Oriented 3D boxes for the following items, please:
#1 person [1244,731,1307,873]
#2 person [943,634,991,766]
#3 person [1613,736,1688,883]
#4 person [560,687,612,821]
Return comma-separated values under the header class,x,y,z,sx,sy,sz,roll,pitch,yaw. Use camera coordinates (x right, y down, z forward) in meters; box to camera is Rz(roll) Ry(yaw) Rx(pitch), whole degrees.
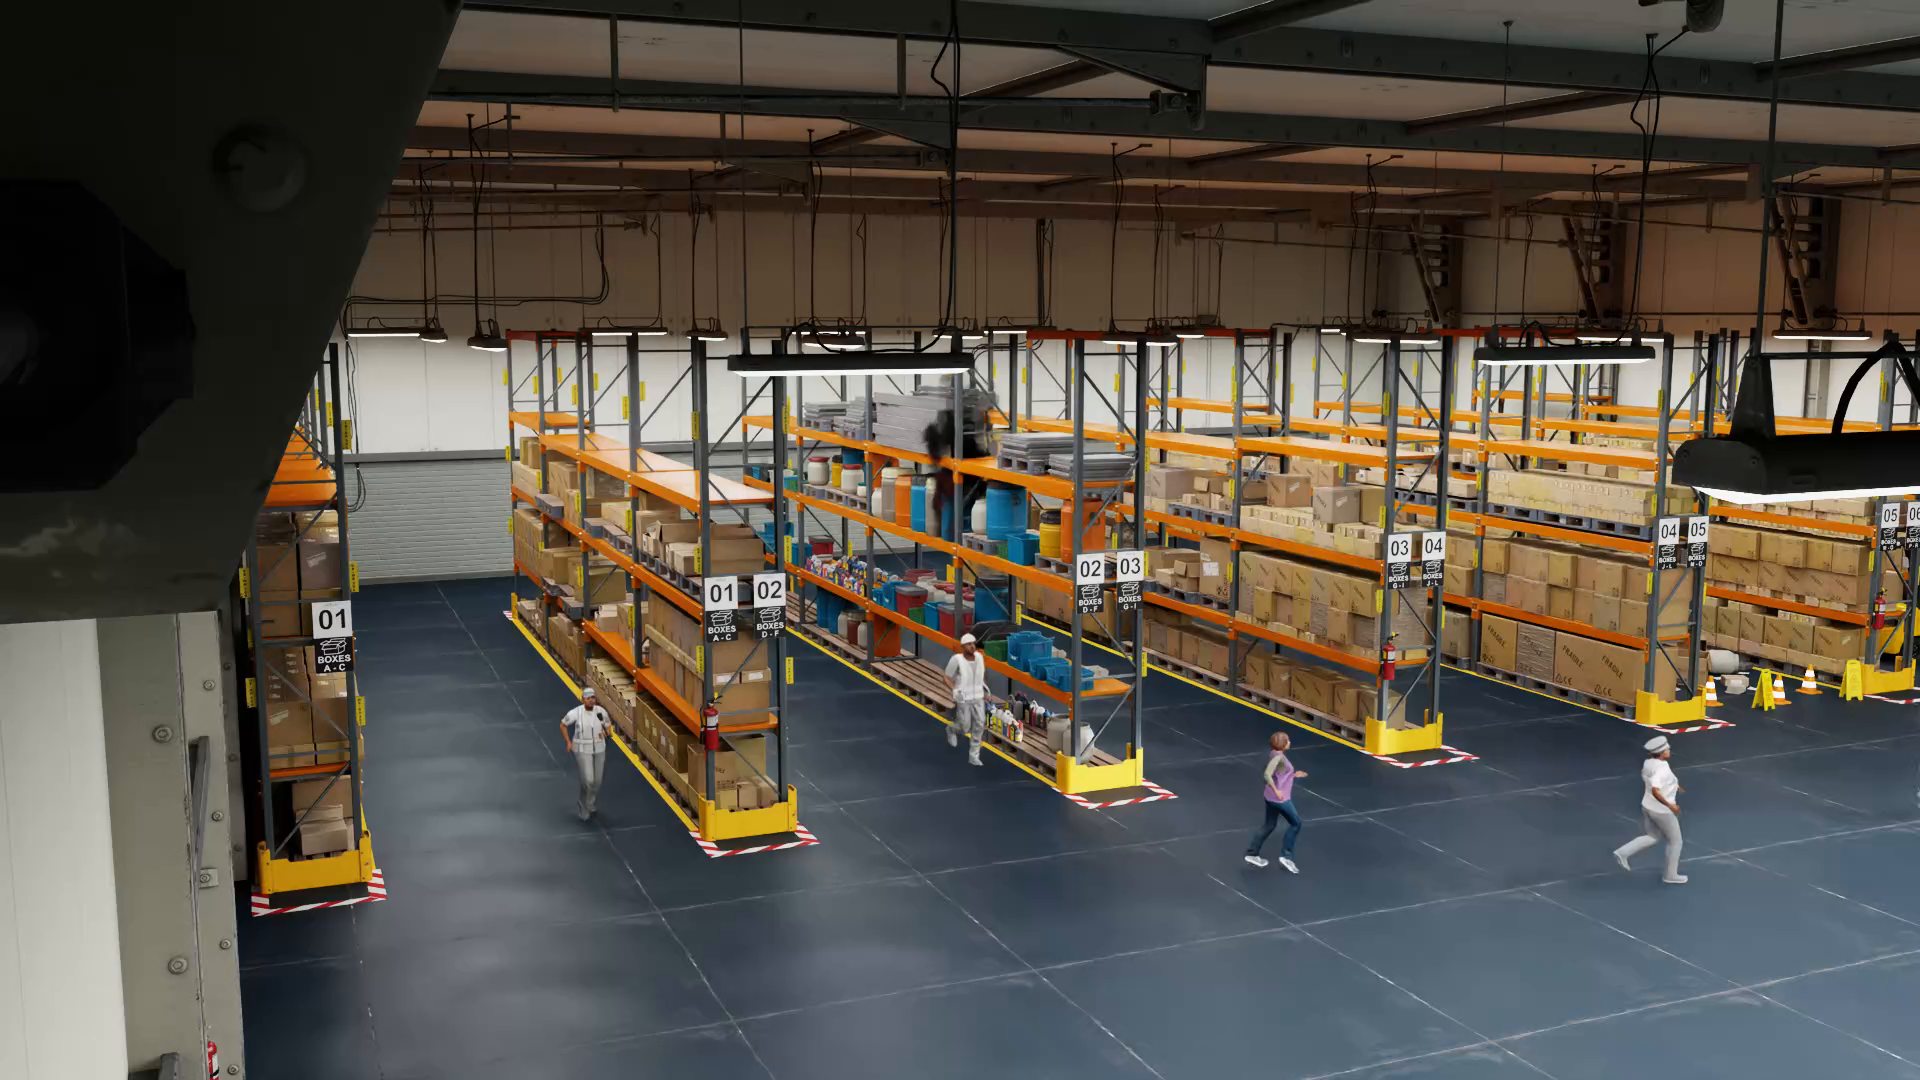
class,x,y,z,sx,sy,sz,roll,pitch,yaw
person,3.606,2.985,18.917,0.718,1.638,0.518,-1,8,-6
person,0.119,2.135,22.414,0.680,1.760,0.761,-4,9,-27
person,7.752,2.997,18.503,0.796,1.667,0.588,0,8,-2
person,-4.654,2.684,20.899,0.577,1.679,0.682,-5,9,-34
